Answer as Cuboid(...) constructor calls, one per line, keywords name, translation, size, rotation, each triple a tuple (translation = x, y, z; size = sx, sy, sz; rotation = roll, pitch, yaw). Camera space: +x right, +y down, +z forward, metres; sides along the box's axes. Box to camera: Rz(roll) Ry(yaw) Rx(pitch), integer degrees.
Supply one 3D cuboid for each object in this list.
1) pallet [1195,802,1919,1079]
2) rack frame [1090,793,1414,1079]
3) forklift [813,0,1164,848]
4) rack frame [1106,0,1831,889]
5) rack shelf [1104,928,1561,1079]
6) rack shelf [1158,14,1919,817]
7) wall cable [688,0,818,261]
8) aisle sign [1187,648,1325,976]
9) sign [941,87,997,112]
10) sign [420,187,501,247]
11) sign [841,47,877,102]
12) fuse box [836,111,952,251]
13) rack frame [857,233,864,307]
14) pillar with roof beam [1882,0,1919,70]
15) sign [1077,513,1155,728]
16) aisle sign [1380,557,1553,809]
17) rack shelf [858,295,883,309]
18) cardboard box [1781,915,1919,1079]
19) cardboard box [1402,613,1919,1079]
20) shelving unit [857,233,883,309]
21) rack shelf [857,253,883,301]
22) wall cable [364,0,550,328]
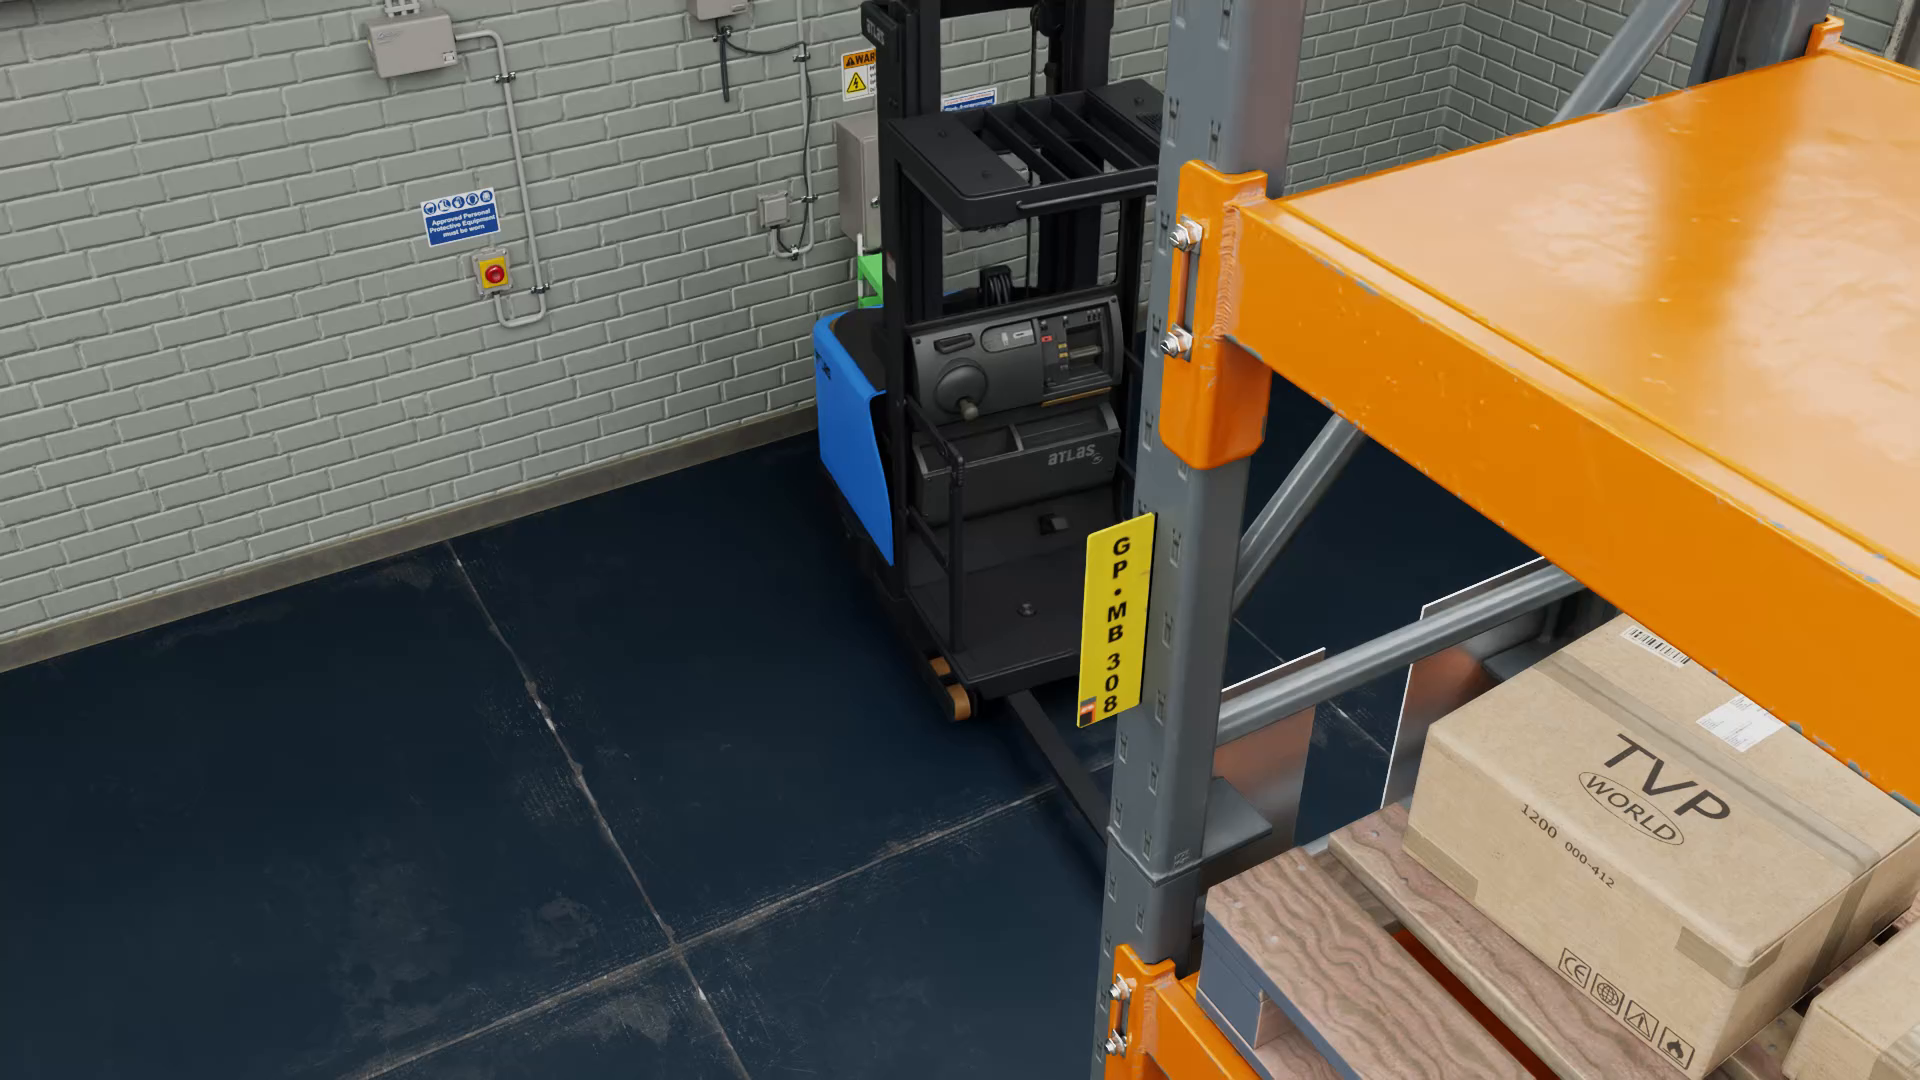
Cuboid(name="pallet", translation=(1.069, 0.746, 2.217), size=(1.003, 0.211, 1.213), rotation=(-19, 40, -24))
Cuboid(name="rack frame", translation=(0.688, 1.546, 3.590), size=(1.000, 3.000, 0.127), rotation=(-19, 40, -24))
Cuboid(name="forklift", translation=(0.332, -0.687, 6.705), size=(1.130, 2.935, 3.031), rotation=(-14, 38, -19))
Cuboid(name="rack frame", translation=(0.688, -0.876, 1.820), size=(1.000, 3.000, 0.127), rotation=(-19, 40, -24))
Cuboid(name="rack shelf", translation=(1.692, 1.645, 1.521), size=(1.077, 0.370, 4.000), rotation=(-19, 40, -24))
Cuboid(name="rack shelf", translation=(1.692, 0.596, 0.754), size=(1.077, 0.370, 4.000), rotation=(-19, 40, -24))
Cuboid(name="wall cable", translation=(-0.945, -2.159, 7.801), size=(0.588, 1.984, 0.122), rotation=(-19, 40, -24))
Cuboid(name="aisle sign", translation=(0.401, 0.546, 2.756), size=(0.394, 0.787, 0.004), rotation=(-19, 40, -24))
Cuboid(name="sign", translation=(0.047, -2.084, 8.641), size=(0.329, 0.494, 0.001), rotation=(-19, 40, -24))
Cuboid(name="sign", translation=(-2.238, -1.448, 7.461), size=(0.327, 0.218, 0.001), rotation=(-19, 40, -24))
Cuboid(name="sign", translation=(-0.428, -2.293, 8.146), size=(0.339, 0.242, 0.001), rotation=(-19, 40, -24))
Cuboid(name="fuse box", translation=(-0.276, -1.350, 8.648), size=(0.539, 1.711, 0.414), rotation=(-19, 40, -24))
Cuboid(name="rack frame", translation=(-0.413, -1.084, 8.694), size=(0.240, 1.200, 0.015), rotation=(-14, 42, -18))
Cuboid(name="pillar with roof beam", translation=(0.680, -2.716, 4.339), size=(9.100, 9.000, 0.400), rotation=(-19, 40, -24))
Cuboid(name="sign", translation=(0.205, 0.111, 2.203), size=(0.100, 0.325, 0.005), rotation=(-19, 40, -24))
Cuboid(name="aisle sign", translation=(0.919, 0.368, 2.999), size=(0.394, 0.787, 0.004), rotation=(-19, 40, -24))
Cuboid(name="rack shelf", translation=(-0.315, -1.075, 8.410), size=(0.258, 0.148, 0.480), rotation=(-14, 42, -18))
Cuboid(name="cardboard box", translation=(1.271, 0.619, 2.088), size=(0.380, 0.149, 0.250), rotation=(-22, 42, -27))
Cuboid(name="cardboard box", translation=(0.991, 0.388, 2.318), size=(0.500, 0.250, 0.500), rotation=(-23, 42, -28))
Cuboid(name="shelving unit", translation=(-0.319, -0.939, 8.522), size=(0.258, 1.200, 0.503), rotation=(-14, 42, -18))
Cuboid(name="rack shelf", translation=(-0.309, -1.261, 8.258), size=(0.258, 0.148, 0.480), rotation=(-14, 42, -18))
Cuboid(name="wall cable", translation=(-2.166, -1.745, 7.209), size=(0.585, 1.953, 0.123), rotation=(-19, 40, -24))
